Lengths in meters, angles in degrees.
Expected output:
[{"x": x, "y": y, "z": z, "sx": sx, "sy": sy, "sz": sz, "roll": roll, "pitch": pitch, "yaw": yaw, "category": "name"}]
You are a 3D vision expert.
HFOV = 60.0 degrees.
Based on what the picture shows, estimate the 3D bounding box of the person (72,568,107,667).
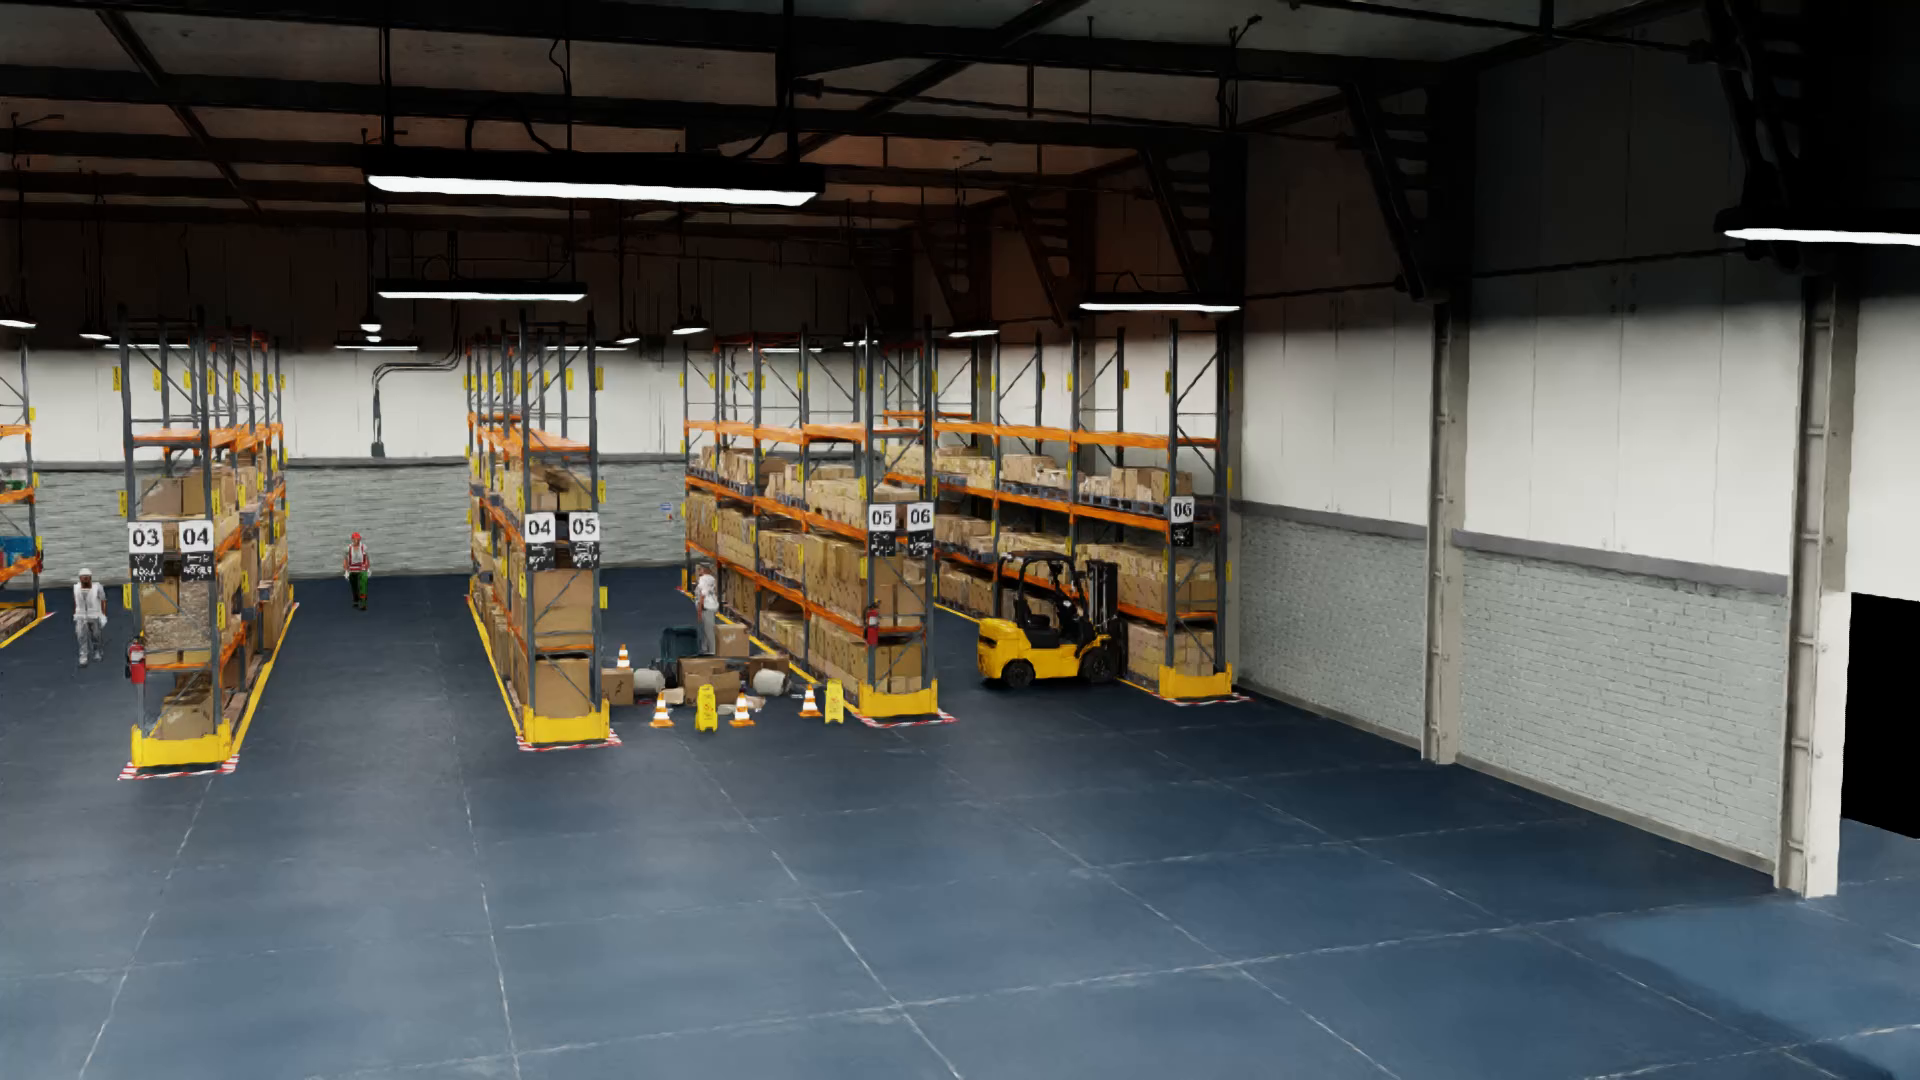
[{"x": -15.399, "y": 1.351, "z": 29.417, "sx": 0.577, "sy": 1.733, "sz": 1.042, "roll": -2, "pitch": 6, "yaw": -20, "category": "person"}]

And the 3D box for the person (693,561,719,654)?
[{"x": -4.627, "y": 1.264, "z": 30.100, "sx": 0.586, "sy": 1.748, "sz": 0.652, "roll": 1, "pitch": 5, "yaw": 8, "category": "person"}]

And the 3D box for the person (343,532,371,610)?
[{"x": -13.273, "y": 0.667, "z": 36.598, "sx": 0.553, "sy": 1.706, "sz": 1.123, "roll": -2, "pitch": 6, "yaw": -17, "category": "person"}]
